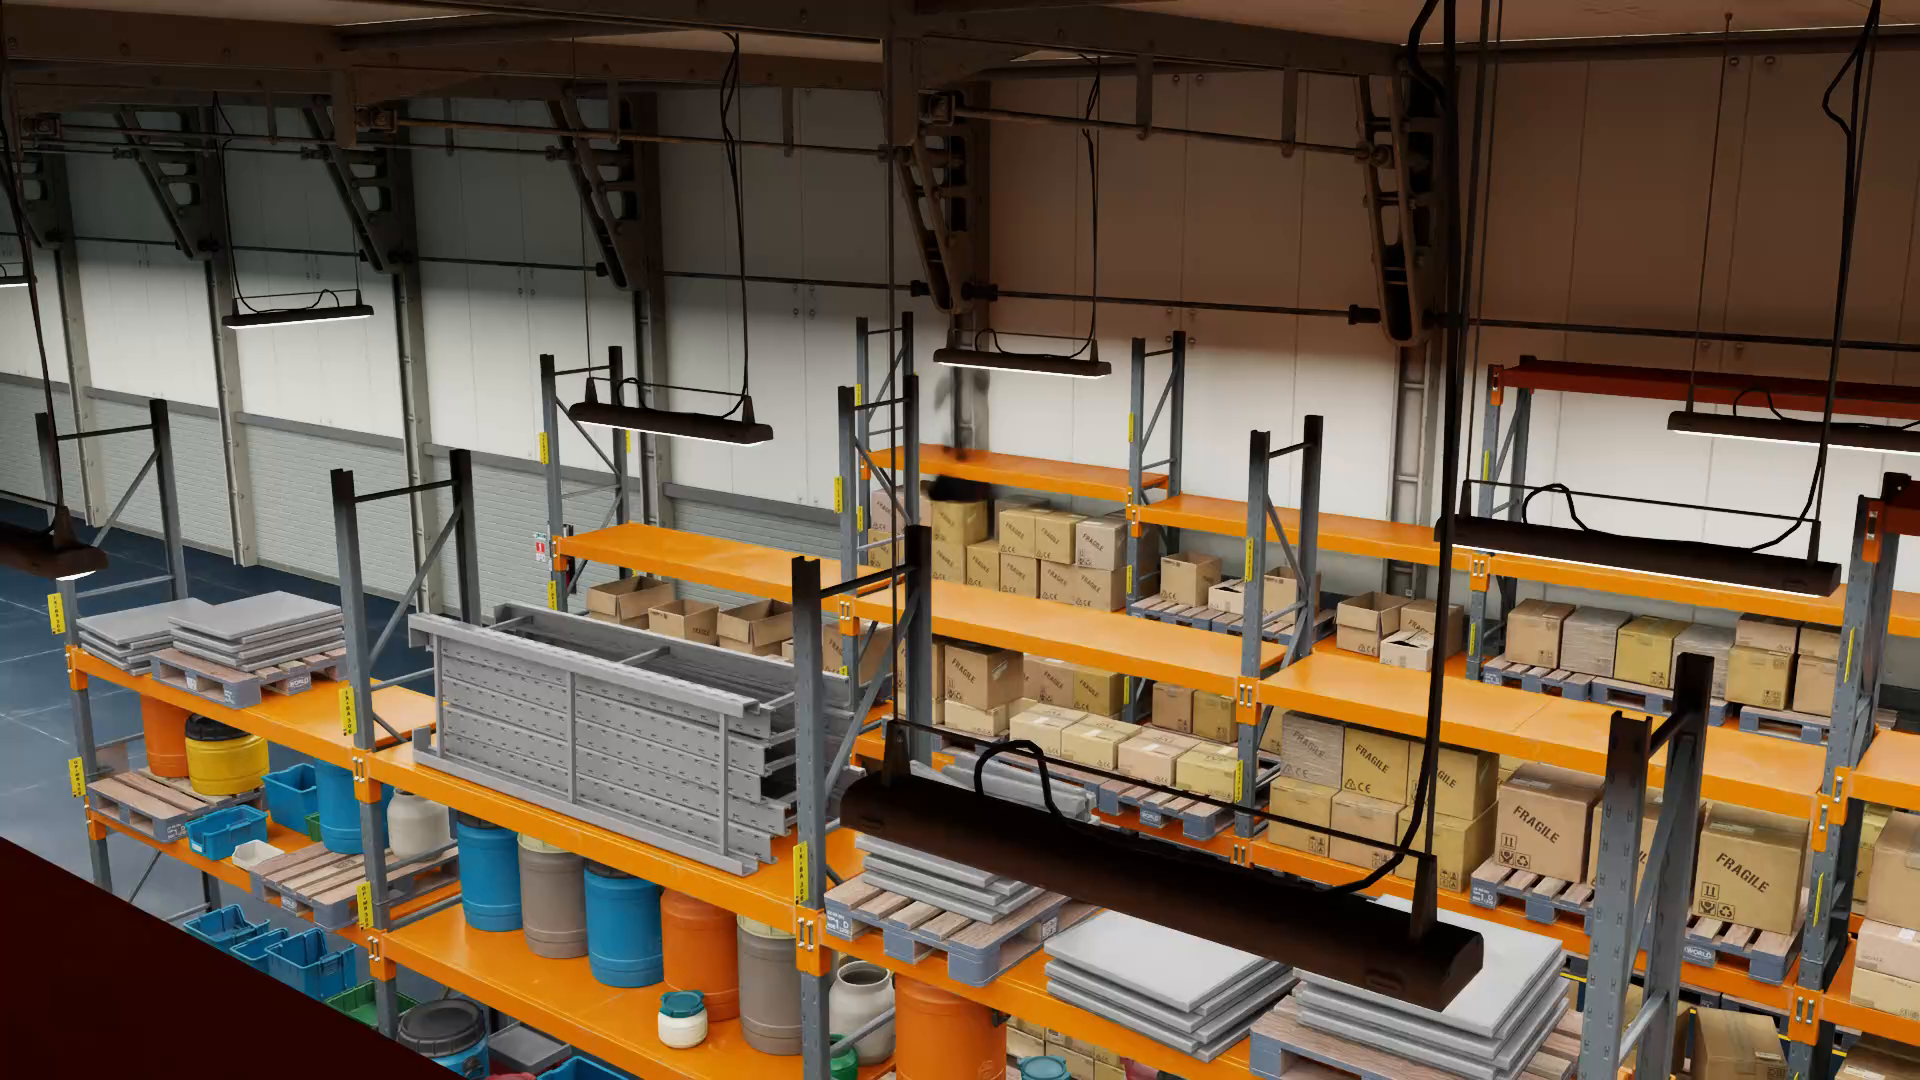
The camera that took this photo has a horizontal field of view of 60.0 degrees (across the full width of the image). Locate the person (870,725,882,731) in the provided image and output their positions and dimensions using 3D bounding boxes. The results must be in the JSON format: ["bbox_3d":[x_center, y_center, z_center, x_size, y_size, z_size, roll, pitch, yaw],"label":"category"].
[{"bbox_3d":[-0.916,2.928,18.947,0.653,1.686,0.675,8,15,31],"label":"person"}]
